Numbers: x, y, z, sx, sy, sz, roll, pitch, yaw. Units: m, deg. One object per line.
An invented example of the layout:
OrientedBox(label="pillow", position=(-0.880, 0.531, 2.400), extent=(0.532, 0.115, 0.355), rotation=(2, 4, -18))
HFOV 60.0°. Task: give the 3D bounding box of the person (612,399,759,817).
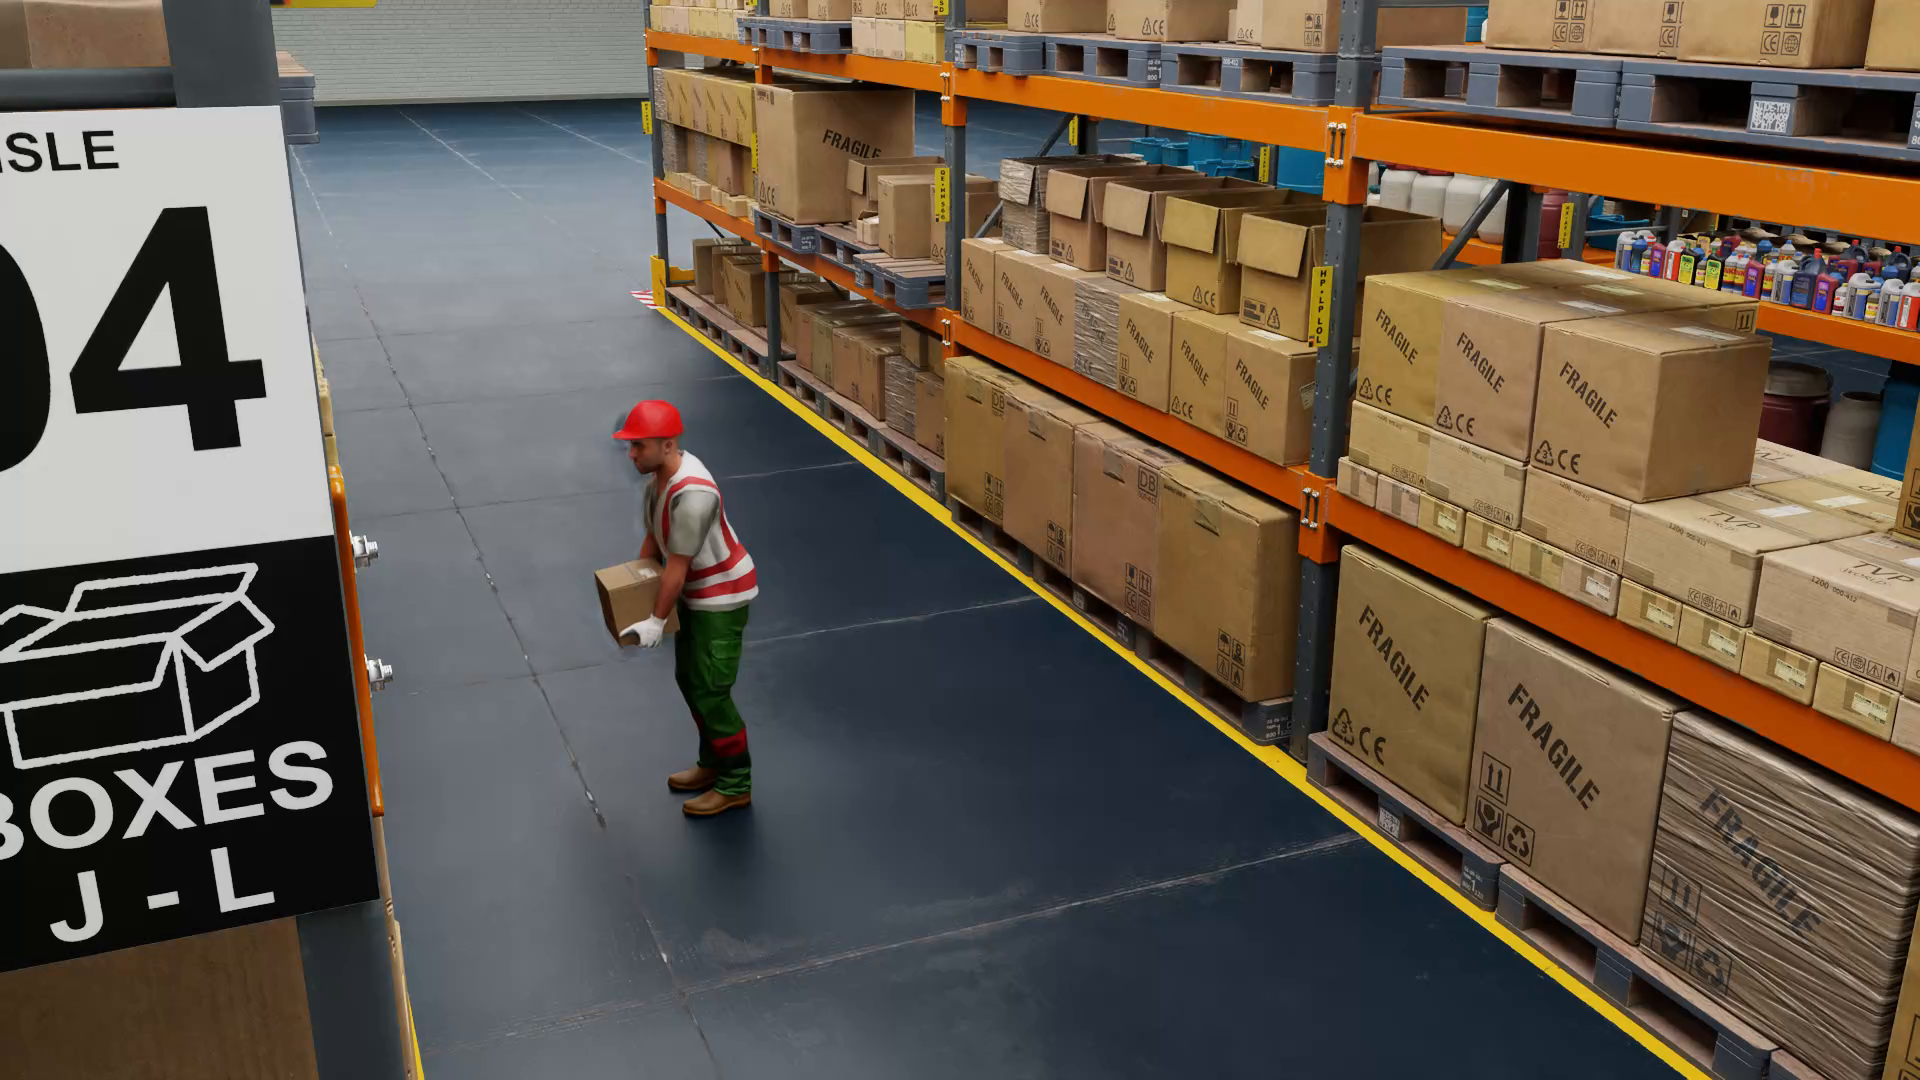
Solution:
OrientedBox(label="person", position=(-1.124, 0.274, 6.775), extent=(0.594, 1.747, 0.485), rotation=(-8, 20, -23))
